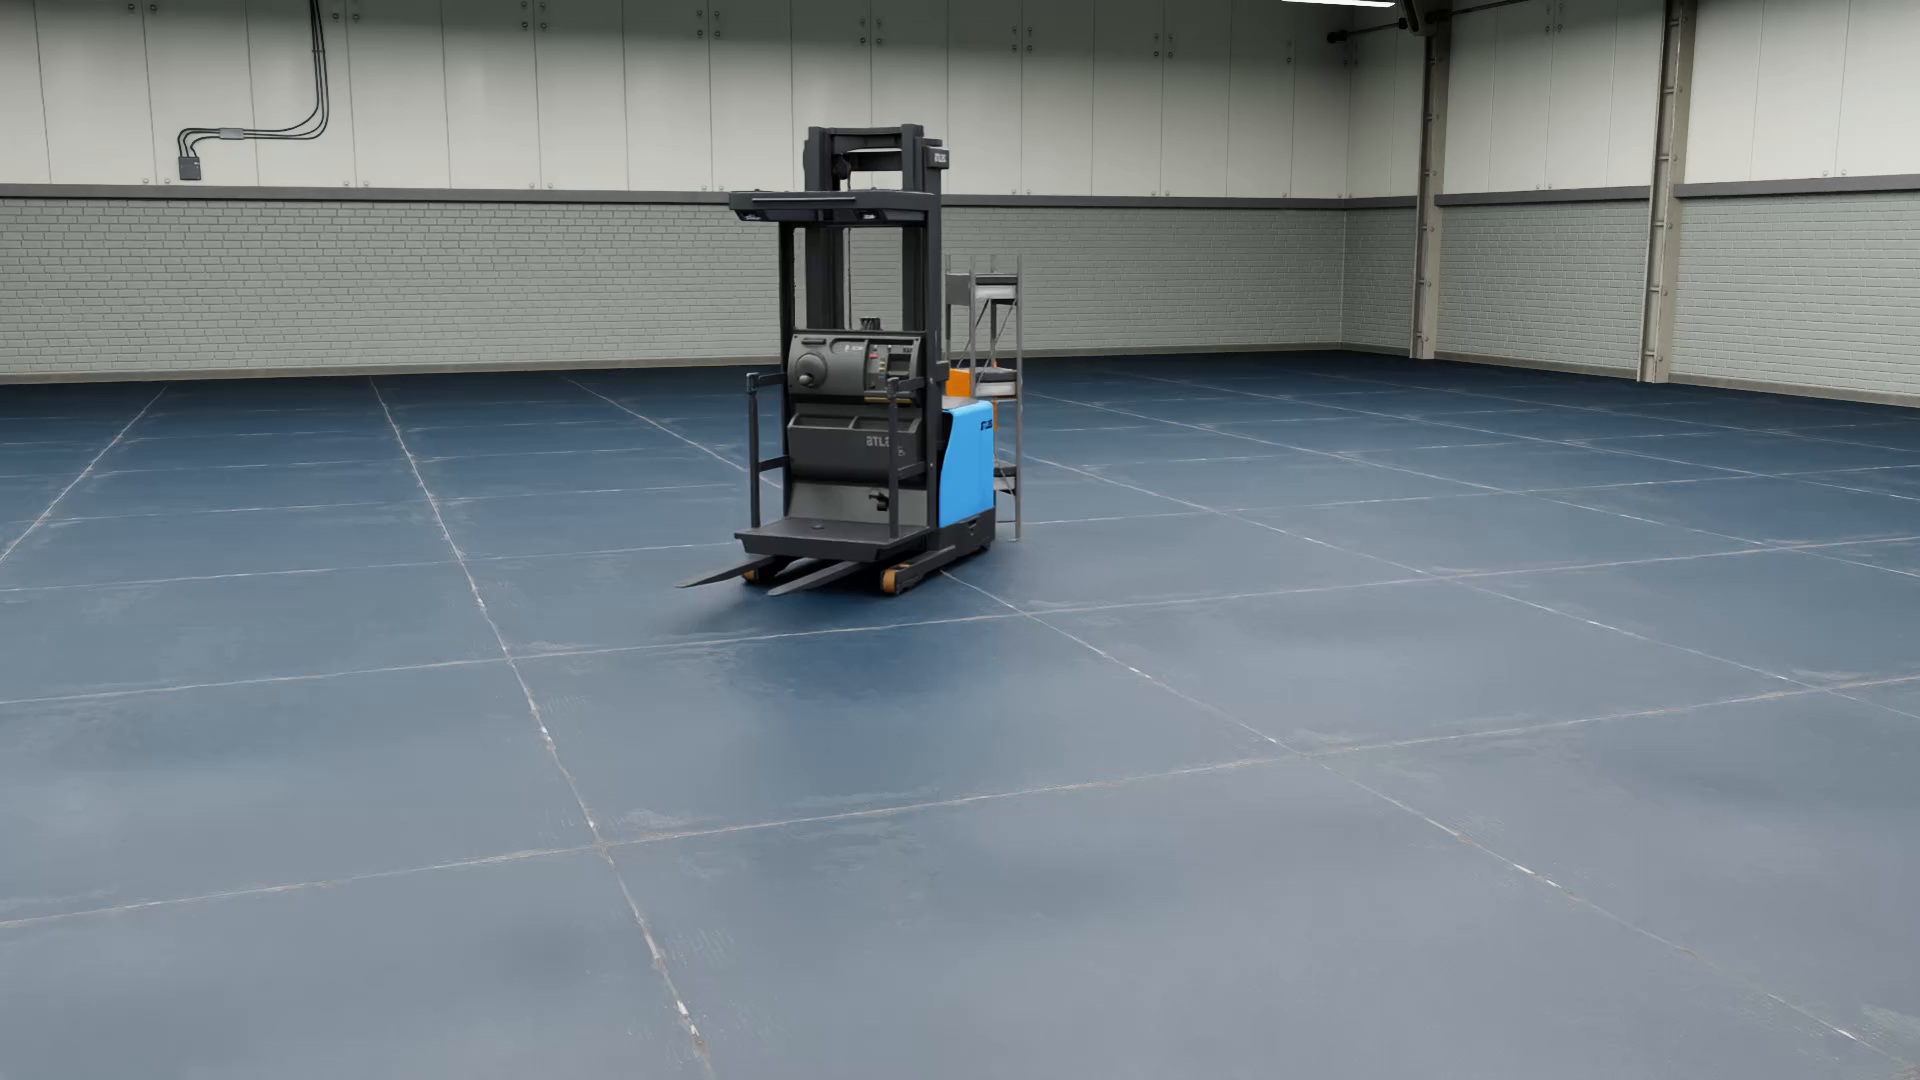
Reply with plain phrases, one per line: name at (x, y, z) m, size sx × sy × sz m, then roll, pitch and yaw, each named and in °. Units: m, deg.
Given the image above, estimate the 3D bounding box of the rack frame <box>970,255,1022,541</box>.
rack frame at (0.263, -1.017, 12.141) m, size 0.400 × 2.100 × 0.015 m, roll -4°, pitch 11°, yaw -22°

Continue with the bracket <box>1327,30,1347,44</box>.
bracket at (7.618, -10.157, 33.545) m, size 0.235 × 0.232 × 0.430 m, roll -4°, pitch 11°, yaw -21°

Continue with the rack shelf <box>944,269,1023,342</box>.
rack shelf at (0.172, -1.732, 12.244) m, size 0.431 × 0.518 × 0.480 m, roll -4°, pitch 11°, yaw -22°

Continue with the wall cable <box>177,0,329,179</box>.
wall cable at (-11.382, -8.792, 26.443) m, size 2.305 × 6.003 × 0.169 m, roll -4°, pitch 11°, yaw -21°

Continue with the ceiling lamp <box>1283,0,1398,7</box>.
ceiling lamp at (5.735, -9.881, 25.605) m, size 2.000 × 3.185 × 0.800 m, roll -4°, pitch 11°, yaw -21°

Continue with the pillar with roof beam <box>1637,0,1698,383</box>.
pillar with roof beam at (7.120, -6.700, 24.390) m, size 9.100 × 9.000 × 0.400 m, roll -4°, pitch 11°, yaw -21°

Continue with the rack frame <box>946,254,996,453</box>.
rack frame at (0.081, -1.096, 12.587) m, size 0.400 × 2.100 × 0.015 m, roll -4°, pitch 11°, yaw -22°

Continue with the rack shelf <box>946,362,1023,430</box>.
rack shelf at (0.172, -1.043, 12.366) m, size 0.431 × 0.518 × 0.480 m, roll -4°, pitch 11°, yaw -22°

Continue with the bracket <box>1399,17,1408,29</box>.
bracket at (8.477, -9.770, 31.371) m, size 0.235 × 0.232 × 0.430 m, roll -4°, pitch 11°, yaw -21°

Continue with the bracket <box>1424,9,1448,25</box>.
bracket at (8.778, -9.634, 30.609) m, size 0.235 × 0.232 × 0.430 m, roll -4°, pitch 11°, yaw -21°

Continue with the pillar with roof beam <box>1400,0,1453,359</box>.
pillar with roof beam at (4.946, -7.679, 29.896) m, size 9.100 × 9.000 × 0.548 m, roll -4°, pitch 11°, yaw -21°

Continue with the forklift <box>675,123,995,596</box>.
forklift at (-0.773, -1.180, 10.682) m, size 1.130 × 2.935 × 3.031 m, roll 4°, pitch 11°, yaw 22°

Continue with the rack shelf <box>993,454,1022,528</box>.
rack shelf at (0.172, -0.354, 12.489) m, size 0.431 × 0.518 × 0.480 m, roll -4°, pitch 11°, yaw -22°

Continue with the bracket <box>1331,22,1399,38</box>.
bracket at (7.832, -10.060, 33.003) m, size 0.076 × 0.066 × 3.189 m, roll -4°, pitch 11°, yaw -21°

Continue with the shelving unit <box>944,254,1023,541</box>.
shelving unit at (0.172, -1.056, 12.364) m, size 0.431 × 2.100 × 0.503 m, roll -4°, pitch 11°, yaw -22°

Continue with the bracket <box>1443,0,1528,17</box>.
bracket at (9.711, -9.214, 28.245) m, size 0.076 × 0.066 × 4.783 m, roll -4°, pitch 11°, yaw -21°
